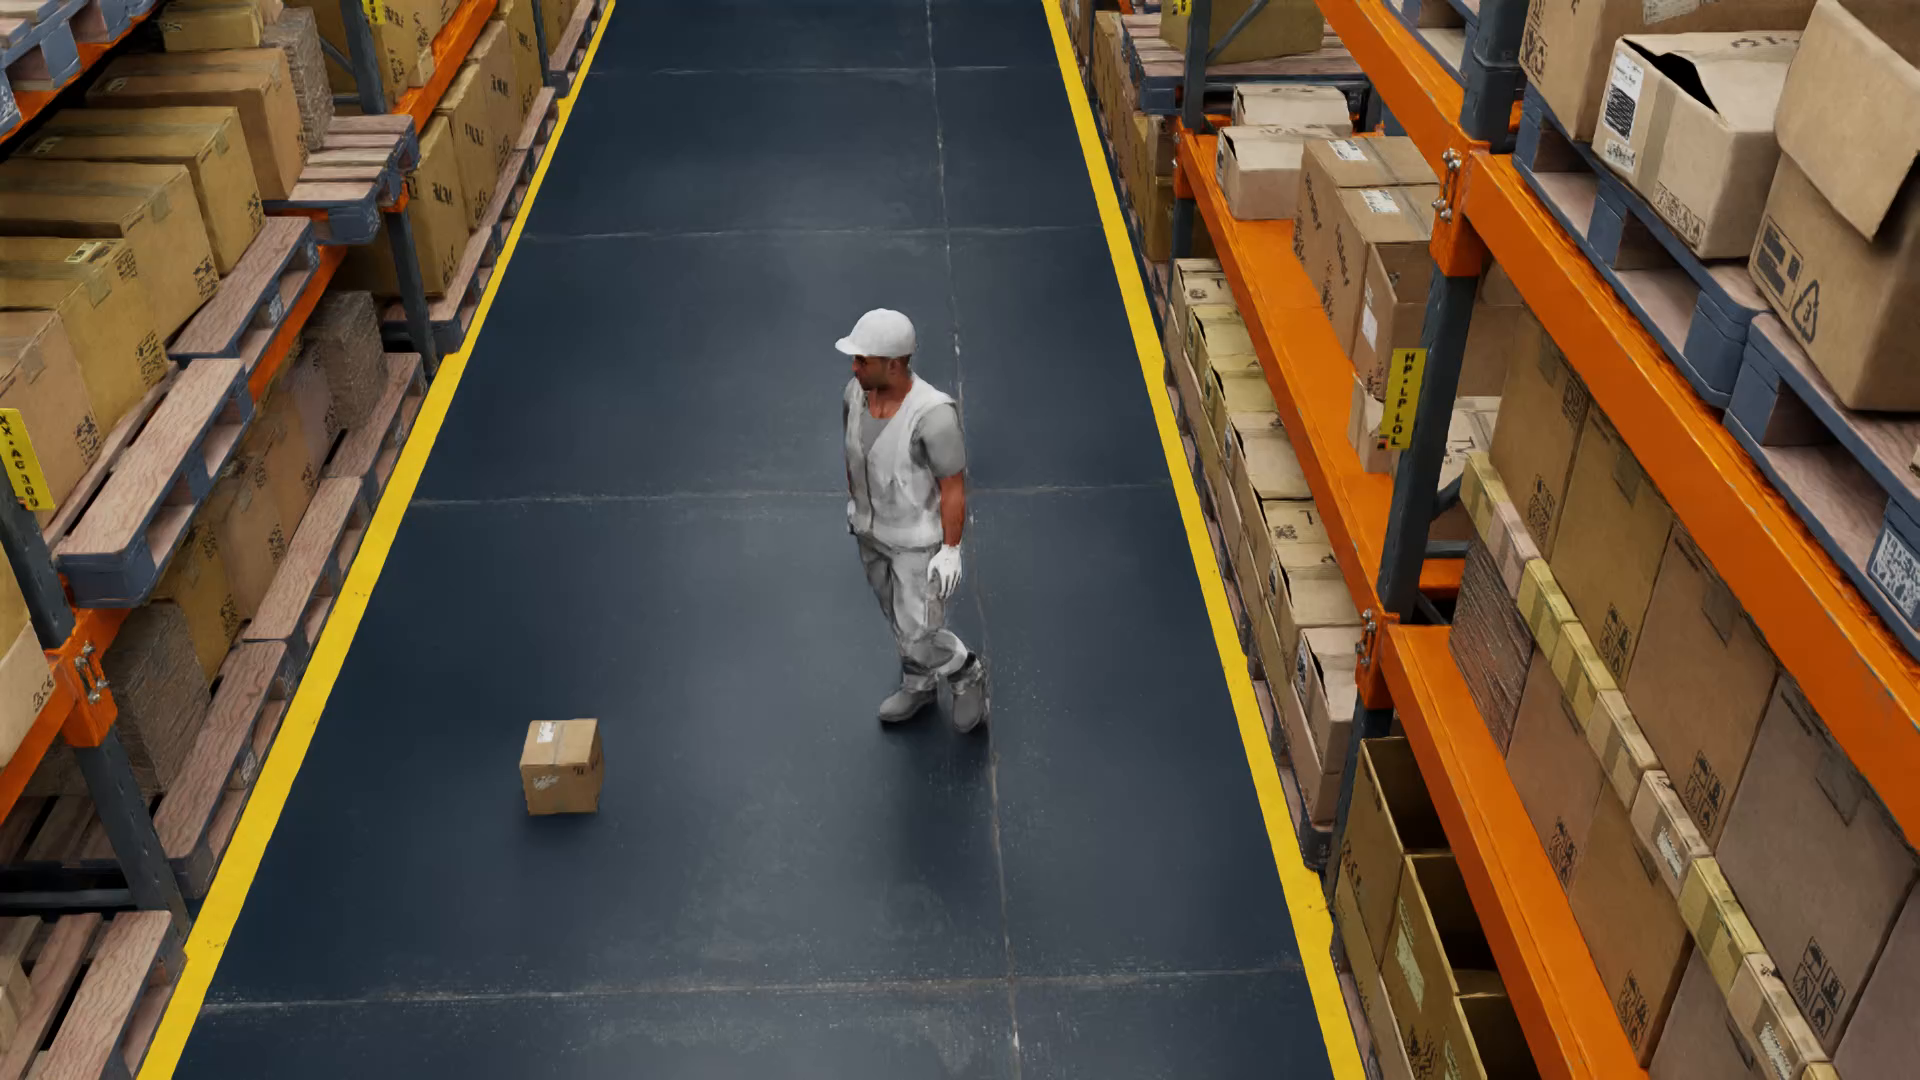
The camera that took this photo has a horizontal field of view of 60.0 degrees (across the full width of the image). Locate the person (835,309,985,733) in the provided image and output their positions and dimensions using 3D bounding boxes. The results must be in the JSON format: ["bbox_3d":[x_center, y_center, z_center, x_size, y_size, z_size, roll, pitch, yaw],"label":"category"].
[{"bbox_3d":[-0.189,-0.054,6.180,0.633,1.785,0.449,28,44,34],"label":"person"}]
